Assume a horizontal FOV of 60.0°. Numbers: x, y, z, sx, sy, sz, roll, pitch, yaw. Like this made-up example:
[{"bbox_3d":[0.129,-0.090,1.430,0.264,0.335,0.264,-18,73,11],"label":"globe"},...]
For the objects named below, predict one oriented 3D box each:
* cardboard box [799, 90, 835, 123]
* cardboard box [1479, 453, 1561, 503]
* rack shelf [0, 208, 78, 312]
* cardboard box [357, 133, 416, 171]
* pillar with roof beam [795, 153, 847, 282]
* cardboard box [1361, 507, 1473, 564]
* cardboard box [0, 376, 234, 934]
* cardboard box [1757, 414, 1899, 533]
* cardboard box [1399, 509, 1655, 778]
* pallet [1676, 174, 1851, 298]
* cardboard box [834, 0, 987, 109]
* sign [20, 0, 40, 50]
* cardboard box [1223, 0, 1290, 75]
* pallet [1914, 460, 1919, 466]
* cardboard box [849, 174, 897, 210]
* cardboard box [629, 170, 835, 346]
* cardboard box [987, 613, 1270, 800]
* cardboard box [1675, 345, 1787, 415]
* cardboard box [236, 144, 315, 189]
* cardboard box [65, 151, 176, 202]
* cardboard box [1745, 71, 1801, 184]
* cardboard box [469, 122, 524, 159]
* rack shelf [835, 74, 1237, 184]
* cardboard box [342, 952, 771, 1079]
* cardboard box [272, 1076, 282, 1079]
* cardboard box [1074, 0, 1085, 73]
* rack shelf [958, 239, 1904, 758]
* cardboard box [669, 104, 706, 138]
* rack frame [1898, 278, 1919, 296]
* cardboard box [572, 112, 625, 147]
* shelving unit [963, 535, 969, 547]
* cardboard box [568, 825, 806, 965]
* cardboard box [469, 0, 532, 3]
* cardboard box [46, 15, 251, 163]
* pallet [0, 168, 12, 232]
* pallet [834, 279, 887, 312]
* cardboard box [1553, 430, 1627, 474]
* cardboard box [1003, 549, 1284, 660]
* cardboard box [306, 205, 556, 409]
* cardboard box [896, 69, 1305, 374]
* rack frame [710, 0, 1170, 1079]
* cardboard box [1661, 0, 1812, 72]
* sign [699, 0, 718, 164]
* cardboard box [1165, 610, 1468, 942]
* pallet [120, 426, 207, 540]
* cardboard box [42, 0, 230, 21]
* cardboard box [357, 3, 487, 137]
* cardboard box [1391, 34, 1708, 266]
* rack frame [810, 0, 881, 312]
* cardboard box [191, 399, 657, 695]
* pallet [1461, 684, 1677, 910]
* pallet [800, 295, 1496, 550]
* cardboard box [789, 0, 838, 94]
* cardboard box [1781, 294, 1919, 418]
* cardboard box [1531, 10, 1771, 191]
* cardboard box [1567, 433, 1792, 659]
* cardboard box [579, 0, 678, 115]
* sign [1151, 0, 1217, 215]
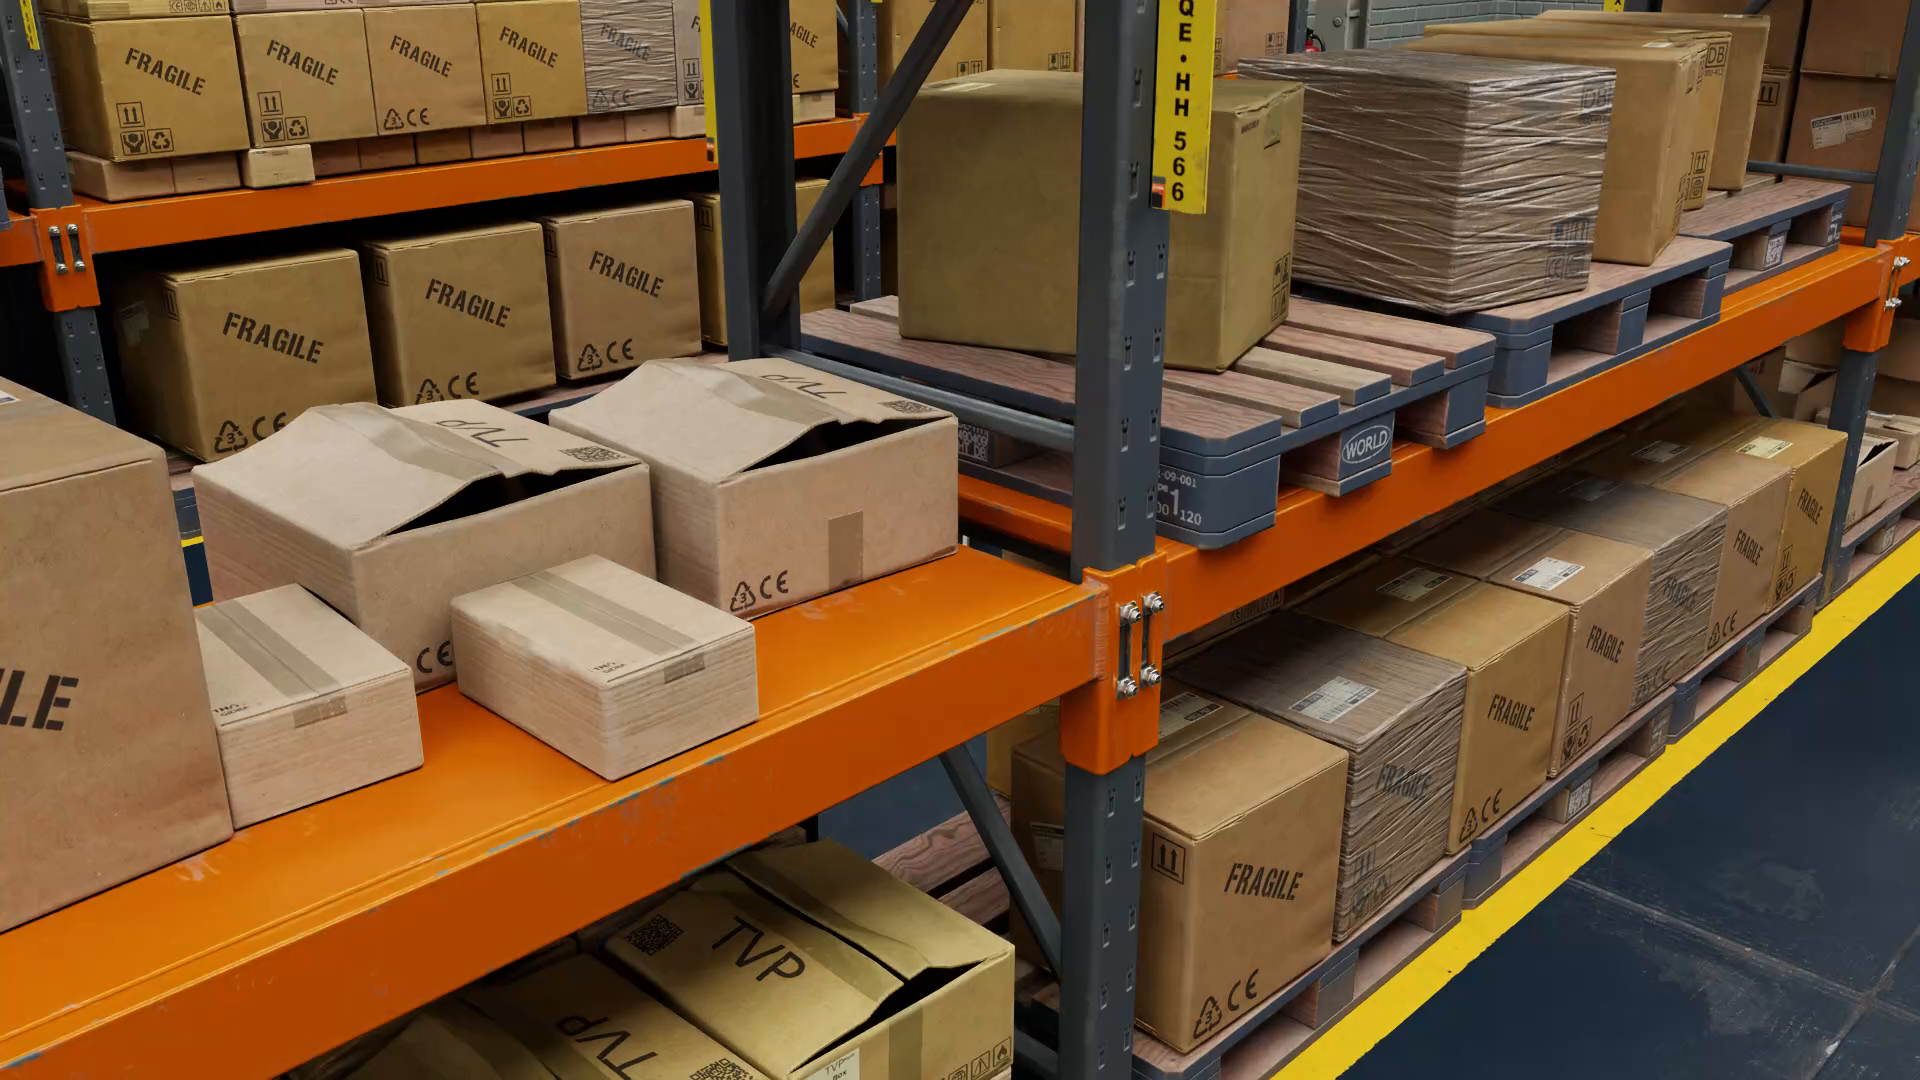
[{"bbox_3d":[-0.861,-2.253,8.577,0.380,0.149,0.250,20,28,41],"label":"cardboard box"},{"bbox_3d":[1.514,-0.348,5.124,0.500,0.250,0.500,19,28,41],"label":"cardboard box"},{"bbox_3d":[-5.014,-0.640,5.062,1.077,0.370,4.000,19,28,41],"label":"rack shelf"},{"bbox_3d":[-2.533,-1.683,7.095,0.250,0.149,0.380,-19,28,-41],"label":"cardboard box"},{"bbox_3d":[2.125,-4.638,6.098,9.100,9.000,0.400,19,28,41],"label":"pillar with roof beam"},{"bbox_3d":[1.140,0.141,4.897,0.500,0.500,0.500,18,27,39],"label":"cardboard box"},{"bbox_3d":[-1.226,0.137,1.897,0.500,0.500,0.500,17,27,38],"label":"cardboard box"},{"bbox_3d":[3.171,-0.284,6.266,0.500,0.311,0.500,19,28,41],"label":"cardboard box"},{"bbox_3d":[1.530,0.265,4.574,0.500,0.500,0.500,18,27,39],"label":"cardboard box"},{"bbox_3d":[2.088,-1.012,5.294,1.003,0.211,1.213,19,28,41],"label":"pallet"},{"bbox_3d":[-0.438,-2.794,9.244,0.700,0.700,0.980,-20,28,-41],"label":"cardboard box"},{"bbox_3d":[-3.223,-1.860,5.730,0.100,0.325,0.005,19,28,41],"label":"sign"},{"bbox_3d":[1.614,-3.553,11.220,0.700,0.700,0.980,-19,28,-40],"label":"cardboard box"},{"bbox_3d":[4.054,-0.469,7.502,1.003,0.211,1.213,19,28,41],"label":"pallet"},{"bbox_3d":[-0.477,-2.030,9.669,0.380,0.149,0.250,19,28,40],"label":"cardboard box"},{"bbox_3d":[-1.189,-1.511,8.737,0.750,0.750,0.750,20,28,41],"label":"cardboard box"},{"bbox_3d":[0.417,0.411,4.196,0.500,0.500,0.500,-19,28,-40],"label":"cardboard box"},{"bbox_3d":[2.918,-0.536,6.658,0.500,0.500,0.500,19,28,41],"label":"cardboard box"},{"bbox_3d":[-2.795,-1.519,6.667,0.250,0.149,0.380,-19,28,-40],"label":"cardboard box"},{"bbox_3d":[-3.223,-1.409,6.382,0.380,0.149,0.250,19,28,40],"label":"cardboard box"},{"bbox_3d":[2.888,-1.519,6.206,0.500,0.500,0.500,-20,28,-41],"label":"cardboard box"},{"bbox_3d":[-2.161,-1.806,7.415,0.380,0.149,0.250,19,28,41],"label":"cardboard box"},{"bbox_3d":[0.567,-2.697,10.413,1.077,0.370,4.000,19,28,41],"label":"rack shelf"},{"bbox_3d":[-0.614,0.906,2.503,0.500,0.311,0.500,19,28,40],"label":"cardboard box"},{"bbox_3d":[-1.361,0.903,2.510,0.500,0.311,0.500,18,28,39],"label":"cardboard box"},{"bbox_3d":[0.576,-3.170,10.222,0.980,0.700,0.700,18,27,38],"label":"cardboard box"},{"bbox_3d":[1.328,-0.430,4.514,1.077,0.370,4.000,19,28,41],"label":"rack shelf"},{"bbox_3d":[-1.376,-2.044,8.034,0.380,0.149,0.250,19,28,41],"label":"cardboard box"},{"bbox_3d":[5.514,-2.308,8.398,1.000,3.000,0.127,19,28,41],"label":"rack frame"},{"bbox_3d":[-1.779,-1.937,7.756,0.380,0.149,0.250,18,28,39],"label":"cardboard box"},{"bbox_3d":[0.115,-0.603,6.470,0.258,1.200,0.503,19,28,41],"label":"shelving unit"},{"bbox_3d":[-0.643,0.635,3.206,0.500,0.311,0.500,-19,28,-40],"label":"cardboard box"},{"bbox_3d":[-2.045,-2.488,7.240,0.500,0.250,0.500,19,28,40],"label":"cardboard box"},{"bbox_3d":[-3.096,-1.746,6.354,0.500,0.500,0.500,-19,28,-40],"label":"cardboard box"},{"bbox_3d":[-4.040,-1.191,5.759,1.213,0.211,1.003,19,28,41],"label":"pallet"},{"bbox_3d":[-0.242,-1.393,9.904,1.003,0.211,1.213,19,28,41],"label":"pallet"},{"bbox_3d":[1.847,-0.115,5.564,0.500,0.500,0.500,-20,28,-41],"label":"cardboard box"},{"bbox_3d":[0.454,0.045,4.102,0.500,0.250,0.500,-19,28,-40],"label":"cardboard box"},{"bbox_3d":[-2.396,-1.063,7.569,0.750,0.750,0.750,19,28,40],"label":"cardboard box"},{"bbox_3d":[0.292,-0.684,3.449,0.700,0.500,0.500,9,23,23],"label":"cardboard box"},{"bbox_3d":[-0.067,-0.251,3.048,1.000,3.000,0.127,19,28,41],"label":"rack frame"},{"bbox_3d":[2.891,-1.988,6.032,0.500,0.500,0.500,19,28,41],"label":"cardboard box"},{"bbox_3d":[-0.462,-0.888,3.201,0.100,0.325,0.005,19,28,41],"label":"sign"},{"bbox_3d":[0.817,0.529,3.889,0.500,0.500,0.500,18,27,39],"label":"cardboard box"},{"bbox_3d":[-3.015,-0.372,7.249,1.003,0.211,1.213,19,28,41],"label":"pallet"},{"bbox_3d":[-3.097,-2.095,6.216,0.500,0.250,0.500,-19,28,-41],"label":"cardboard box"},{"bbox_3d":[-2.378,-2.006,7.030,0.500,0.500,0.500,19,28,40],"label":"cardboard box"},{"bbox_3d":[1.535,-1.053,4.408,0.700,0.500,0.500,12,24,27],"label":"cardboard box"},{"bbox_3d":[-0.828,-2.518,8.946,1.000,3.000,0.127,19,28,41],"label":"rack frame"},{"bbox_3d":[-0.830,-0.028,2.592,0.500,0.311,0.500,19,28,40],"label":"cardboard box"},{"bbox_3d":[1.332,0.556,4.835,1.003,0.211,1.213,19,28,41],"label":"pallet"},{"bbox_3d":[0.356,-0.354,3.581,1.213,0.211,1.003,19,28,41],"label":"pallet"},{"bbox_3d":[-0.970,-2.532,8.398,0.500,0.500,0.500,19,28,40],"label":"cardboard box"},{"bbox_3d":[4.030,-0.804,7.352,0.797,0.503,0.637,19,28,41],"label":"cardboard box"},{"bbox_3d":[2.233,-1.457,5.458,0.700,0.500,0.500,9,23,23],"label":"cardboard box"},{"bbox_3d":[2.234,0.005,5.251,0.500,0.500,0.500,19,28,41],"label":"cardboard box"},{"bbox_3d":[-1.675,-2.271,7.720,0.500,0.500,0.500,19,28,41],"label":"cardboard box"},{"bbox_3d":[0.333,-0.654,2.481,0.100,0.325,0.005,19,28,41],"label":"sign"}]
